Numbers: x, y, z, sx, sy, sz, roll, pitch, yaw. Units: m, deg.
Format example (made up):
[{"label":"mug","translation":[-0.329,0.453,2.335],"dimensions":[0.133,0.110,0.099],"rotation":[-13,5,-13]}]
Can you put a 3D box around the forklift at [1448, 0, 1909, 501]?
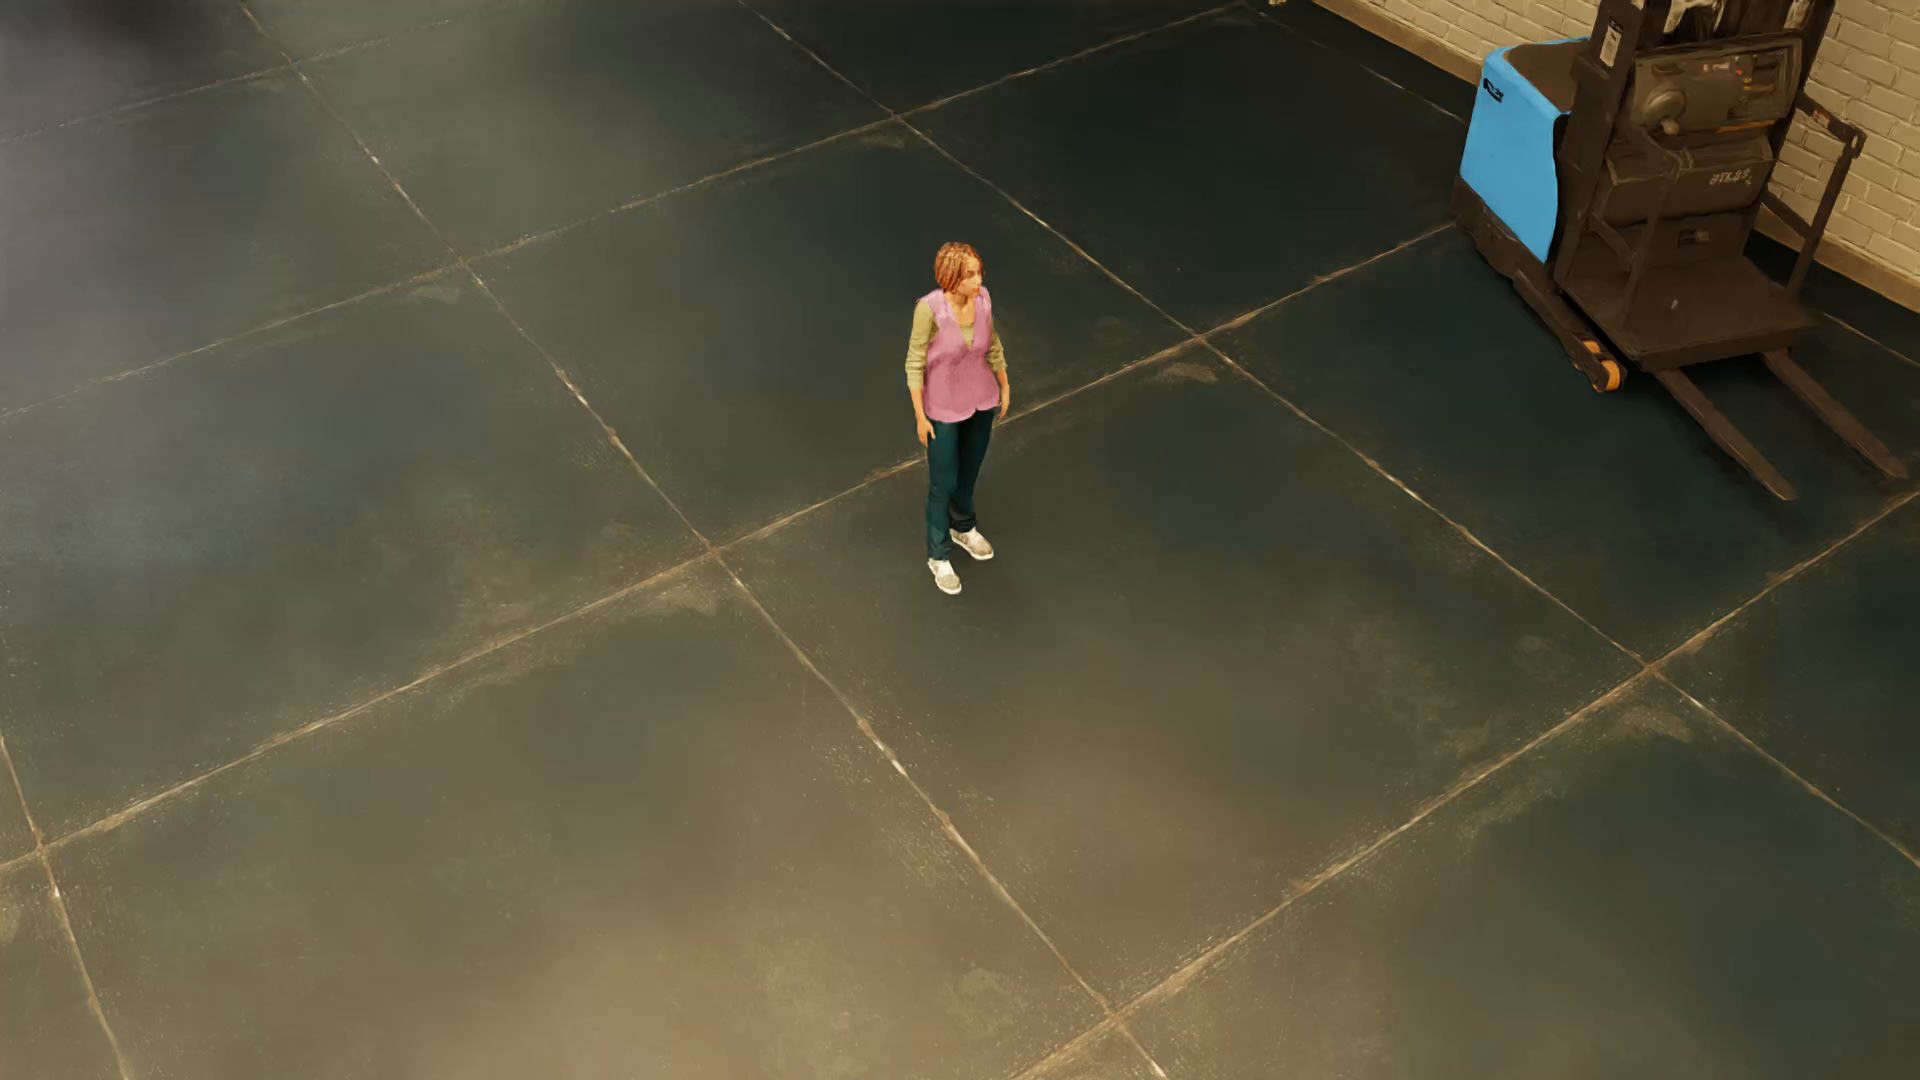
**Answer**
[{"label":"forklift","translation":[3.784,-2.148,8.046],"dimensions":[1.130,2.935,3.031],"rotation":[-10,44,-11]}]

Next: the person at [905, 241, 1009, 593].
[{"label":"person","translation":[0.031,-0.546,7.282],"dimensions":[0.520,1.597,0.474],"rotation":[-25,48,-25]}]
